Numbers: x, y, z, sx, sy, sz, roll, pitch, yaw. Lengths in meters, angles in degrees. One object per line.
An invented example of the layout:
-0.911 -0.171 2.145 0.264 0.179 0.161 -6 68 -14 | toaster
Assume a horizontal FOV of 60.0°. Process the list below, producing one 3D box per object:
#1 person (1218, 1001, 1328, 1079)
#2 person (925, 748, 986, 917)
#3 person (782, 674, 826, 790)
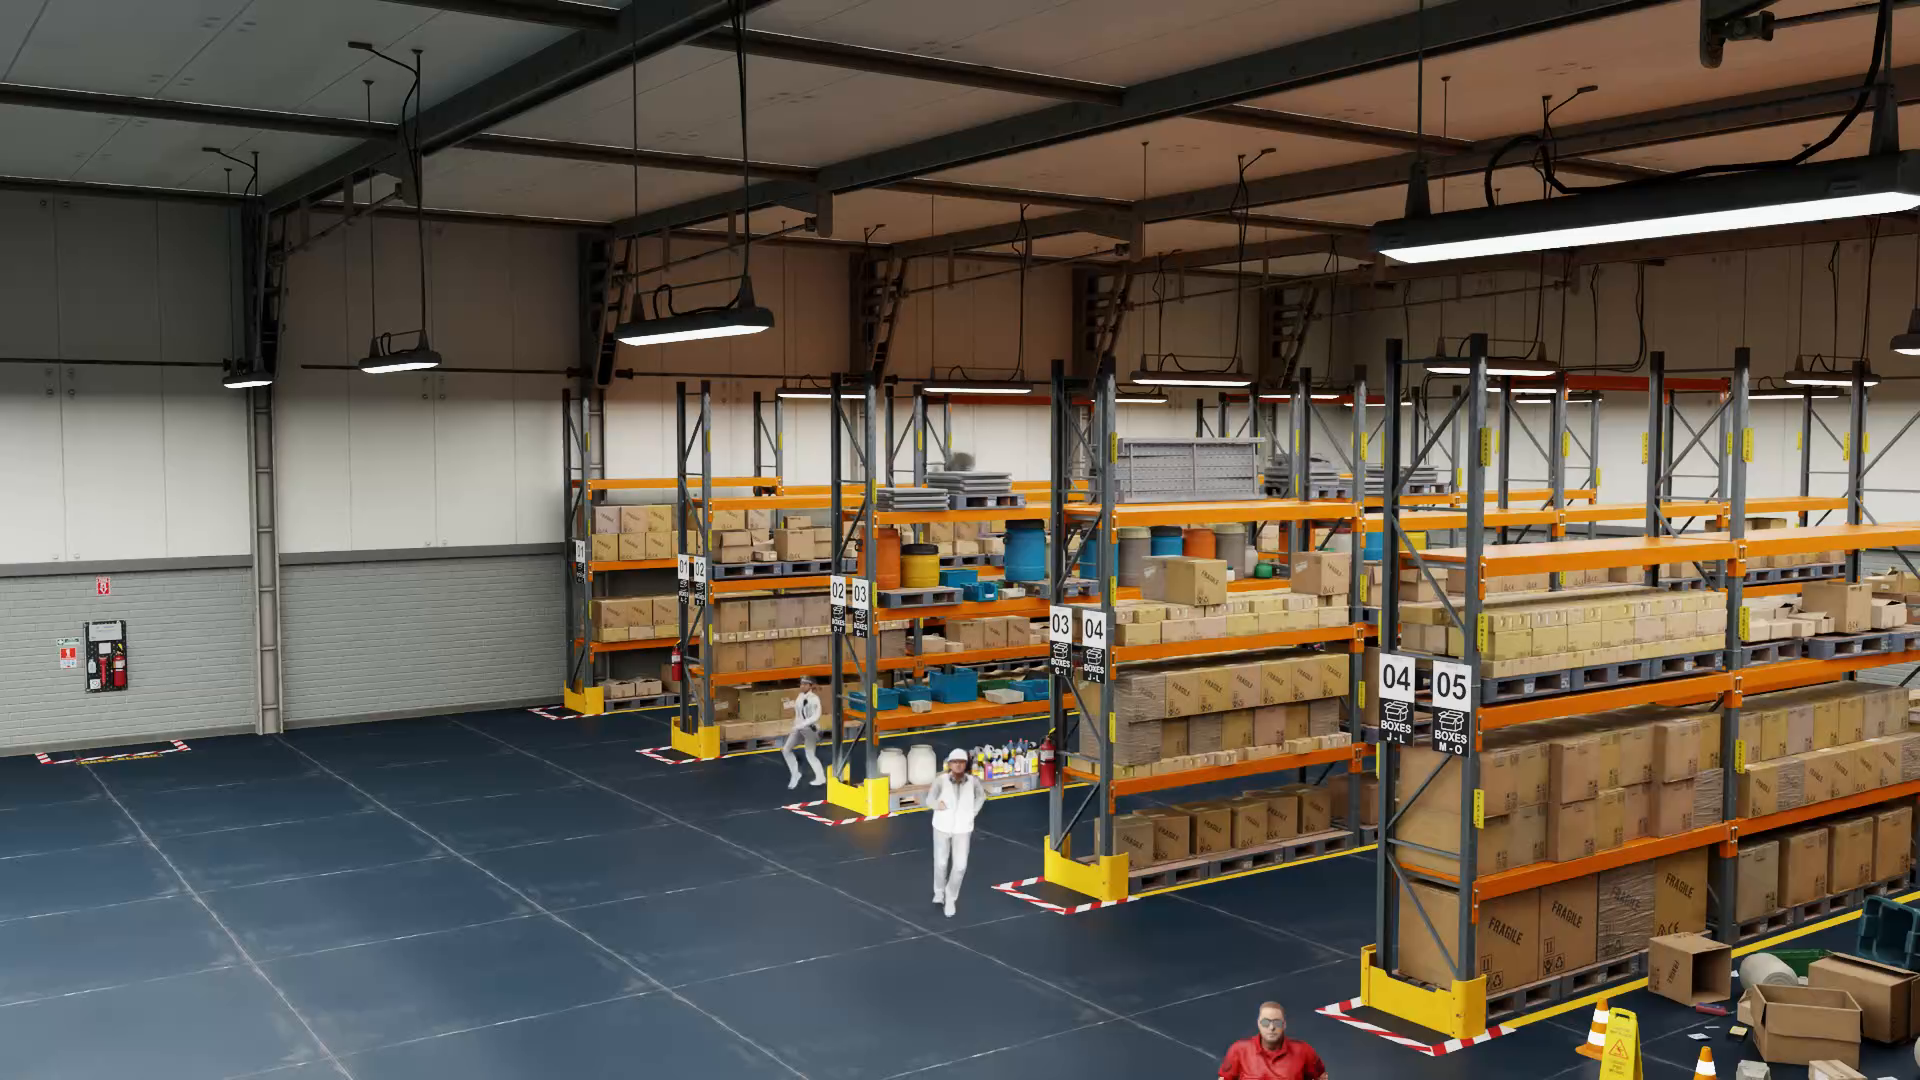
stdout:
1.888 3.661 10.134 0.662 1.691 0.593 1 4 15 | person
-0.049 3.149 17.924 0.657 1.820 0.729 0 4 1 | person
-2.231 2.783 24.157 0.652 1.700 0.625 -3 5 -41 | person
